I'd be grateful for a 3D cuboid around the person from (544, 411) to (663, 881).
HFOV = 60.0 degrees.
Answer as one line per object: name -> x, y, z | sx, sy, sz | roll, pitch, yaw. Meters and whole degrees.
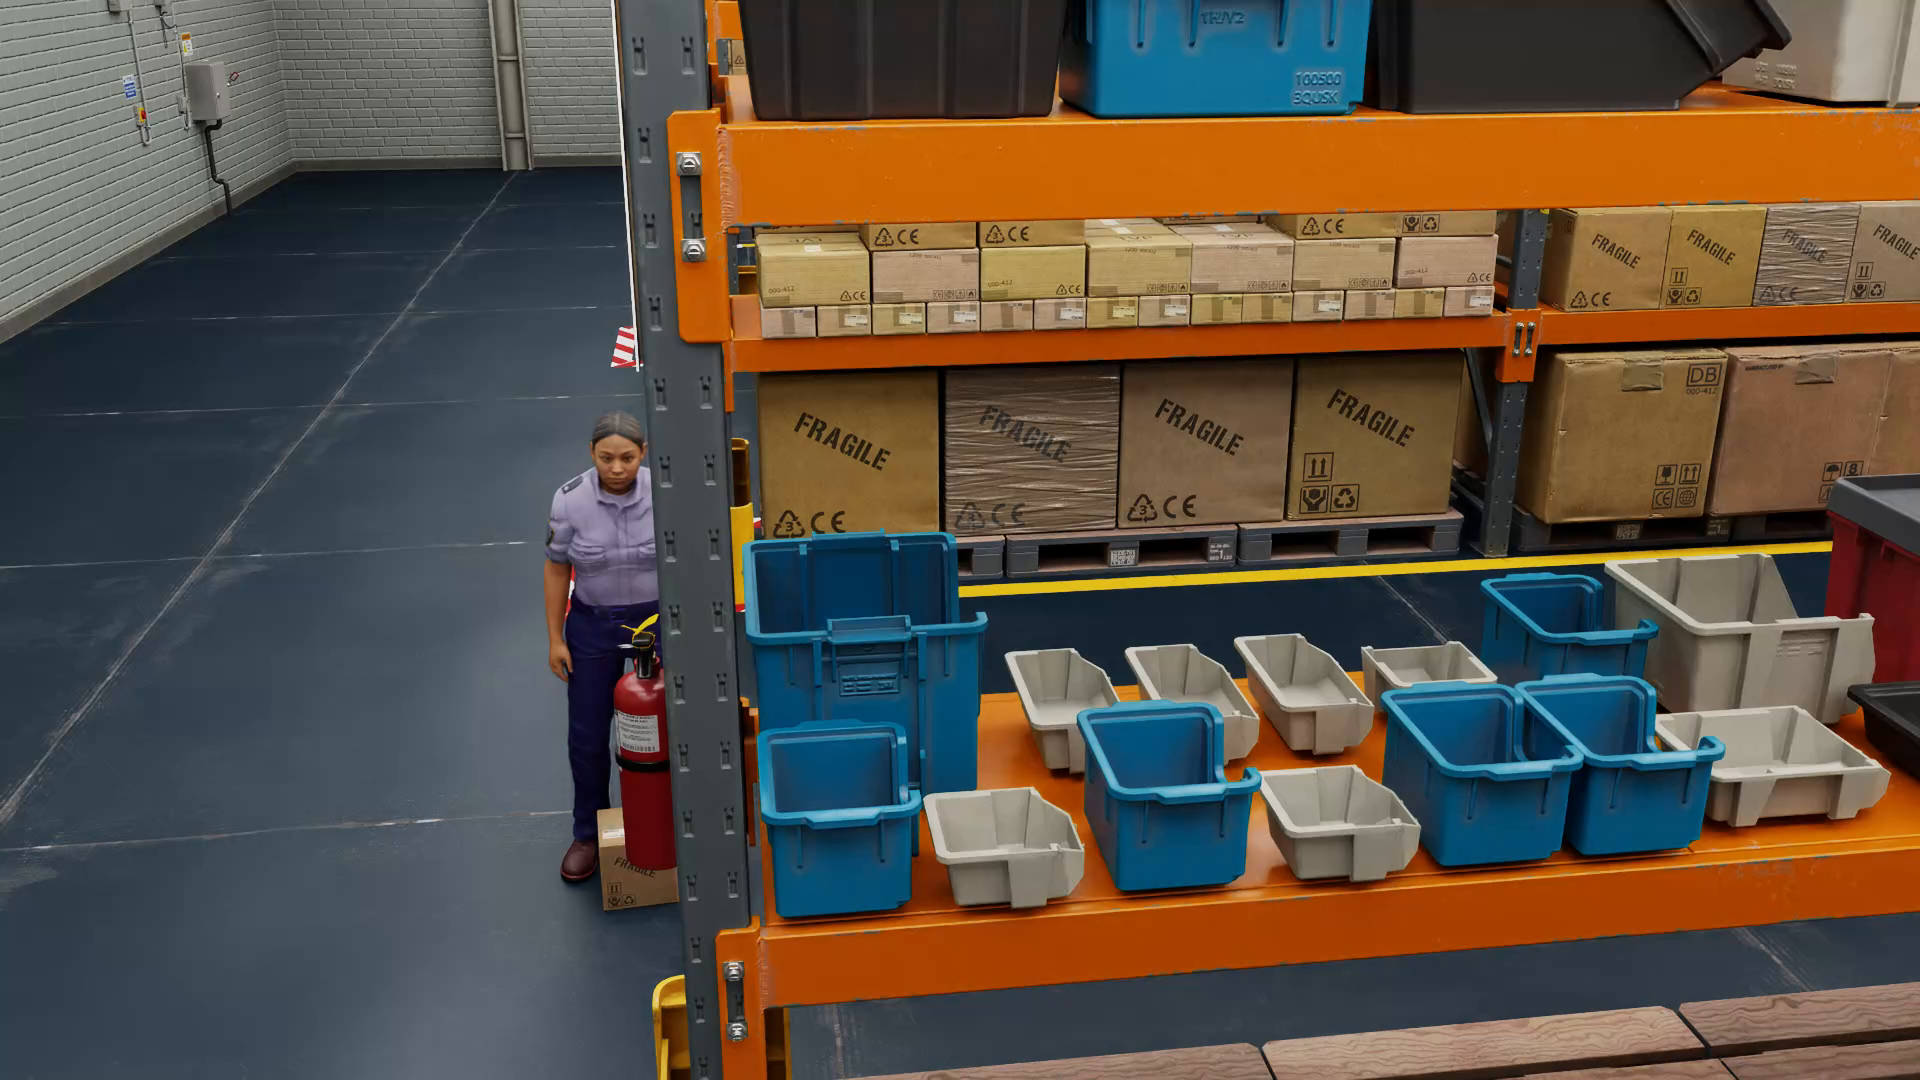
person -> -1.139, 0.340, 5.658 | 0.550, 1.651, 0.367 | -3, 20, -9
